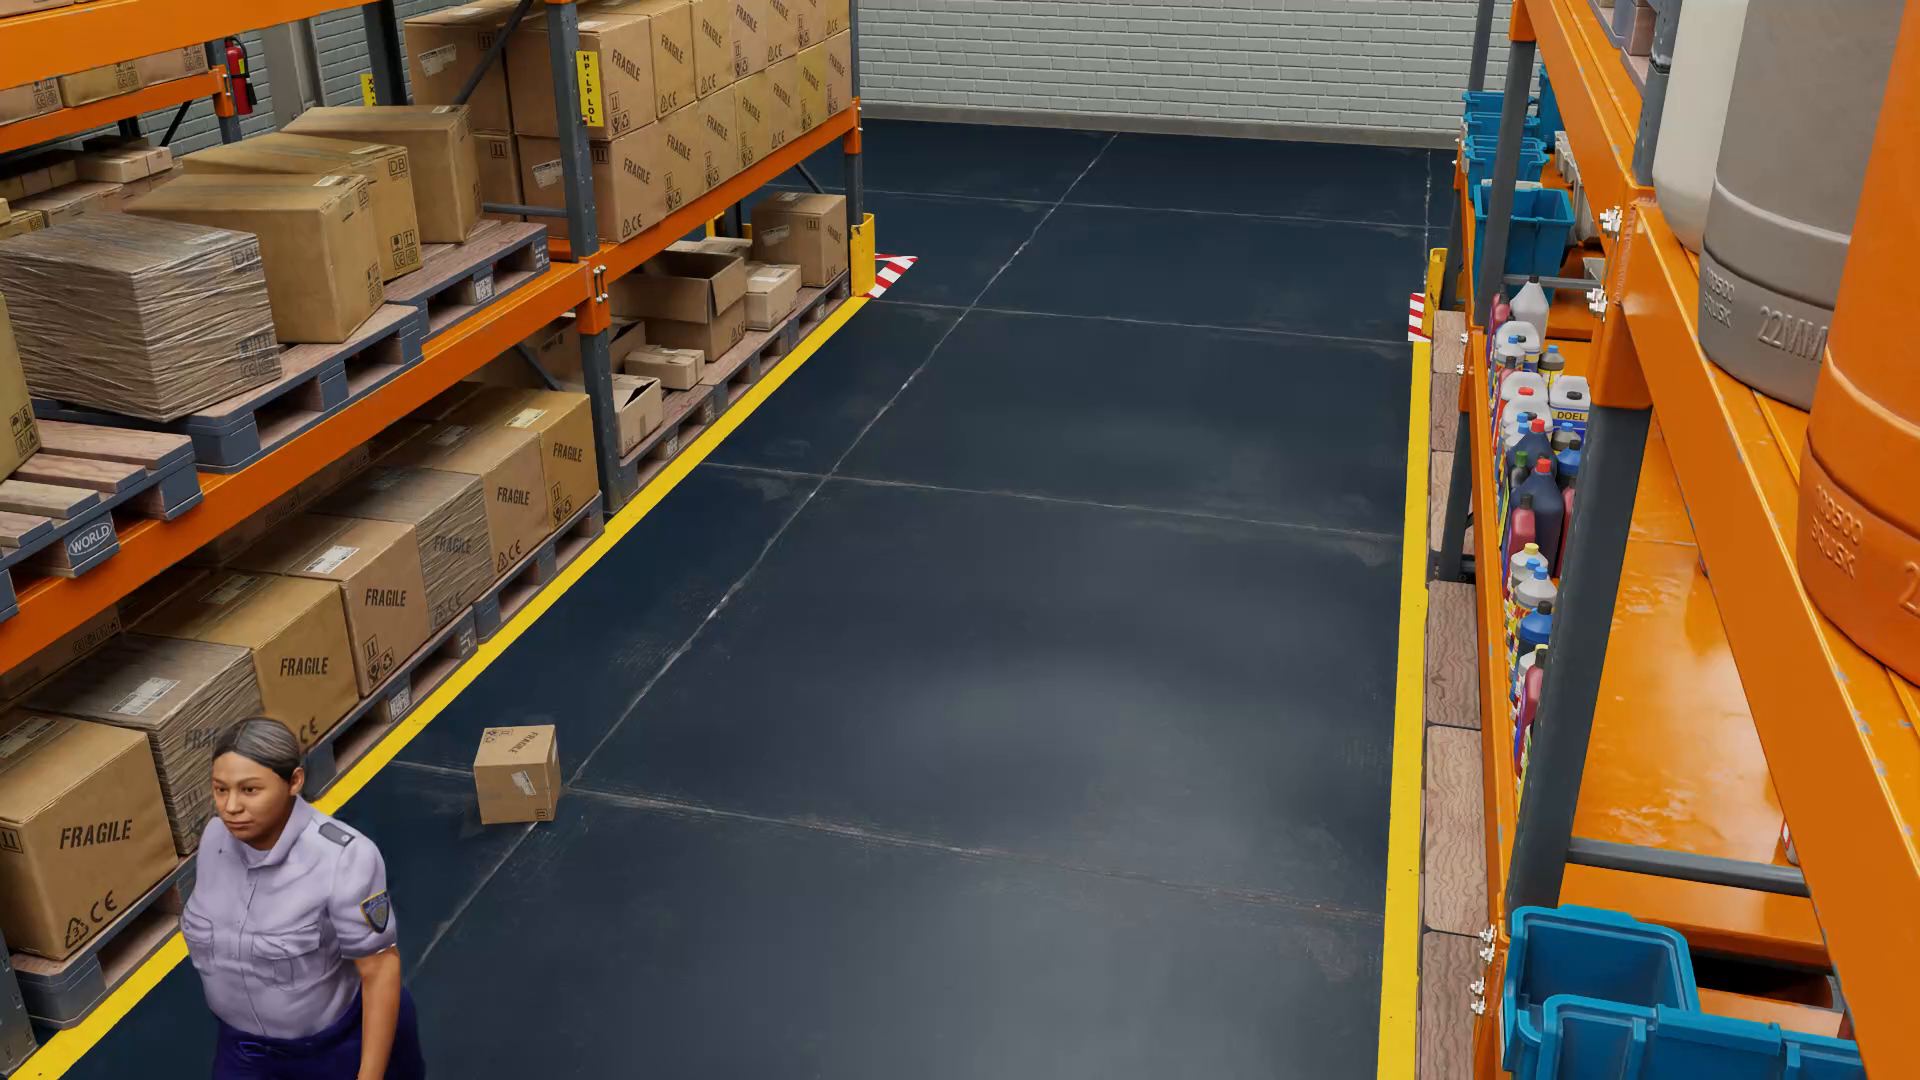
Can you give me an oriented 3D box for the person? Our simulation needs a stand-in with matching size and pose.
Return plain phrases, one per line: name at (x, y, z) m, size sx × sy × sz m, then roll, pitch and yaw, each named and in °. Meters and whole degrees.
person at (-1.471, 1.161, 3.687) m, size 0.522 × 1.646 × 0.833 m, roll 7°, pitch 26°, yaw 14°
